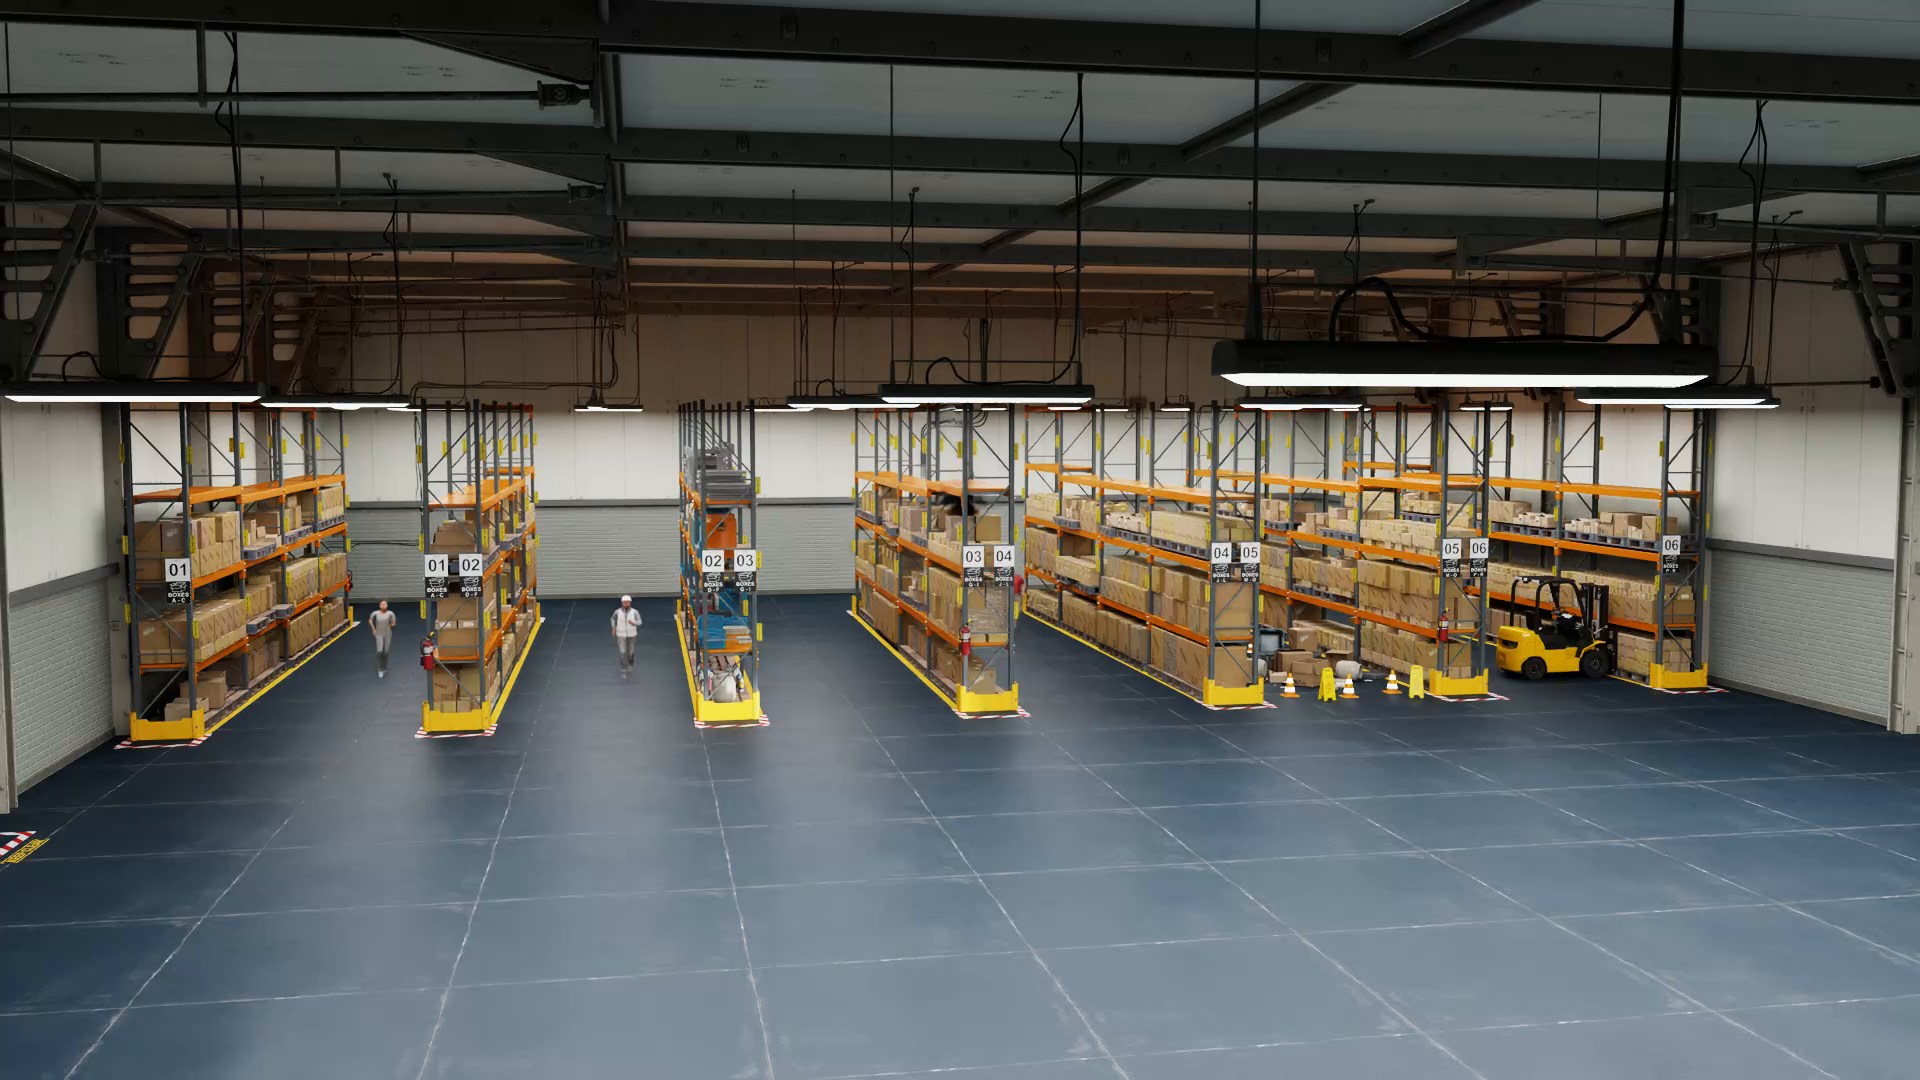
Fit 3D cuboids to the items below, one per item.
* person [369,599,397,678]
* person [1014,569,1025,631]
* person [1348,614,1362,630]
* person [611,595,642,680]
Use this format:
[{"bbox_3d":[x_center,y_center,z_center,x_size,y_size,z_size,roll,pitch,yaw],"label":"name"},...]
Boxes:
[{"bbox_3d":[-12.624,2.147,36.425,0.545,1.726,0.758,-2,5,-25],"label":"person"},{"bbox_3d":[1.414,1.554,44.102,0.672,1.703,0.616,0,4,-3],"label":"person"},{"bbox_3d":[10.203,1.688,42.609,0.621,1.670,0.515,-1,4,-14],"label":"person"},{"bbox_3d":[-7.239,2.089,36.111,0.649,1.780,0.939,-1,4,-14],"label":"person"}]
